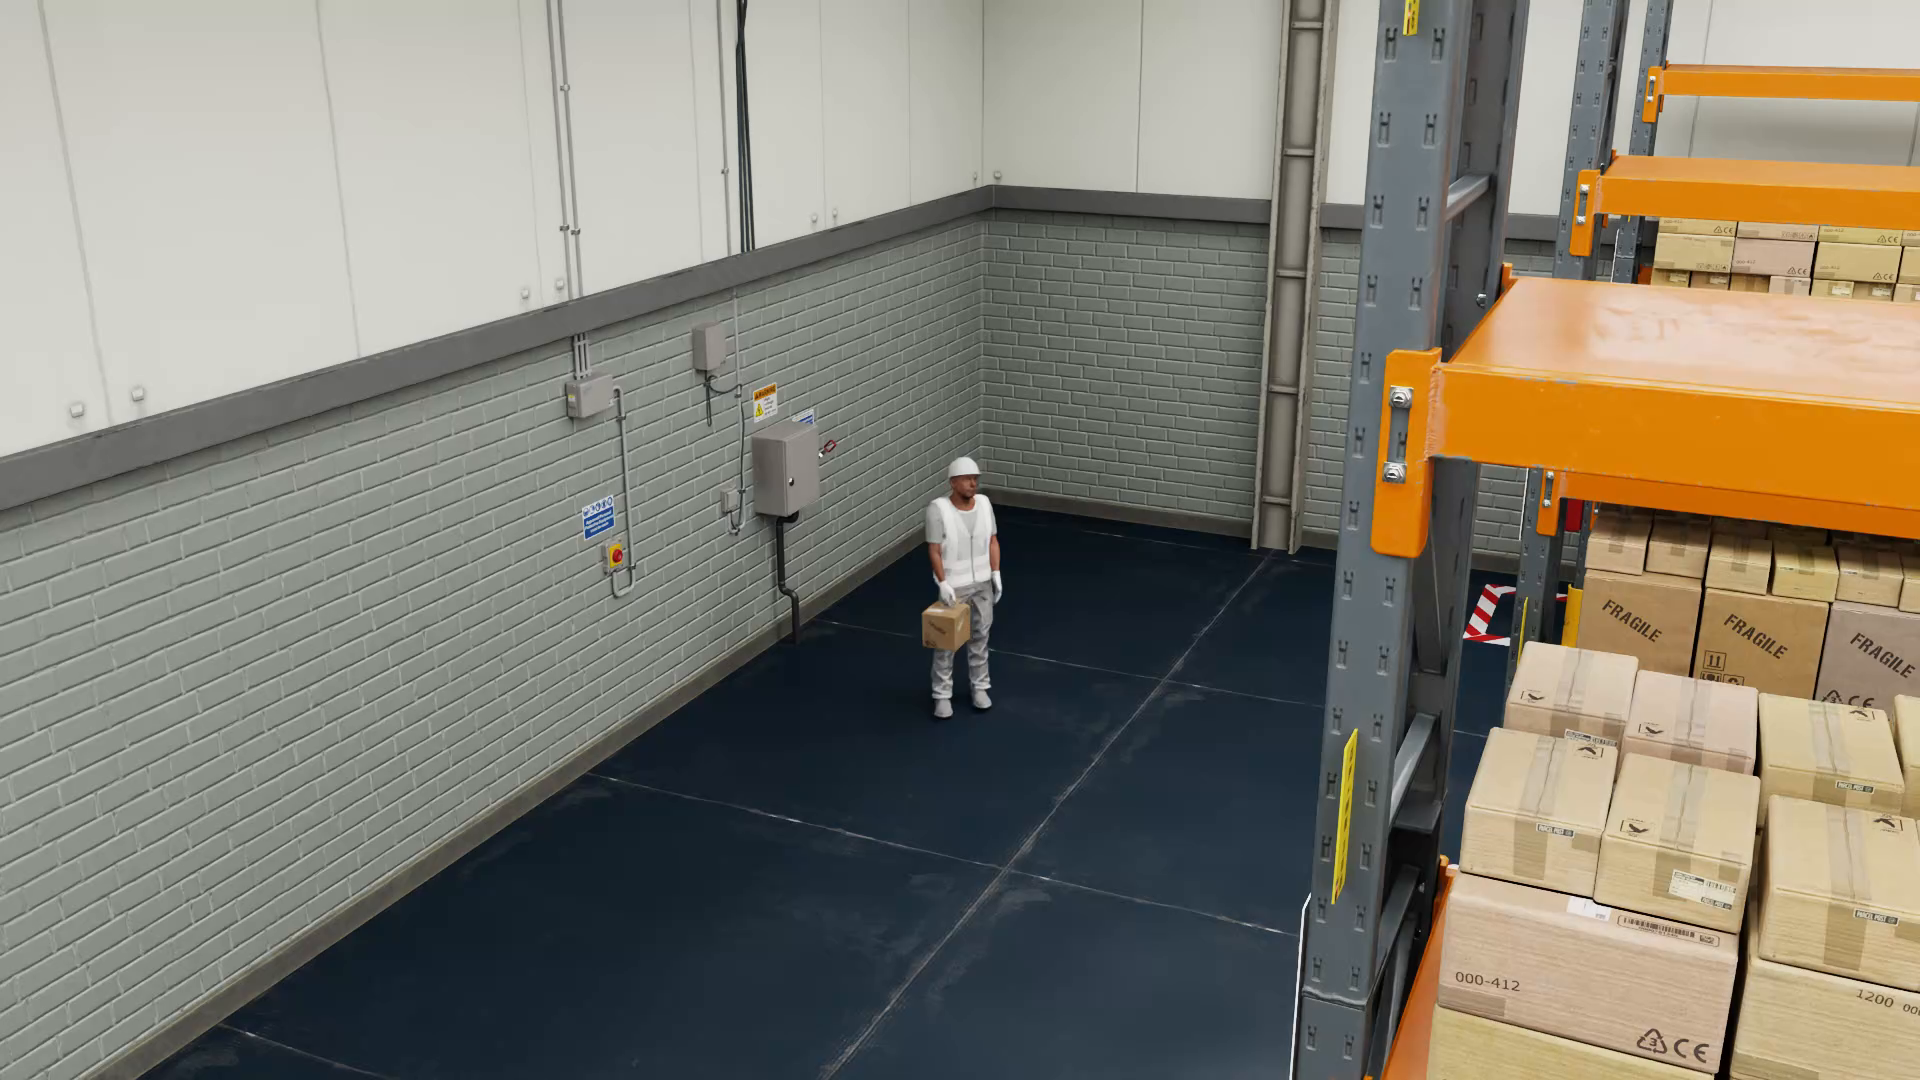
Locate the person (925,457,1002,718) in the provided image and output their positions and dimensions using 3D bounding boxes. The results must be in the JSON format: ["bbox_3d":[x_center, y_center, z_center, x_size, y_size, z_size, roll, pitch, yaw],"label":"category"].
[{"bbox_3d":[0.027,0.316,11.550,0.579,1.795,0.470,-10,21,-27],"label":"person"}]
